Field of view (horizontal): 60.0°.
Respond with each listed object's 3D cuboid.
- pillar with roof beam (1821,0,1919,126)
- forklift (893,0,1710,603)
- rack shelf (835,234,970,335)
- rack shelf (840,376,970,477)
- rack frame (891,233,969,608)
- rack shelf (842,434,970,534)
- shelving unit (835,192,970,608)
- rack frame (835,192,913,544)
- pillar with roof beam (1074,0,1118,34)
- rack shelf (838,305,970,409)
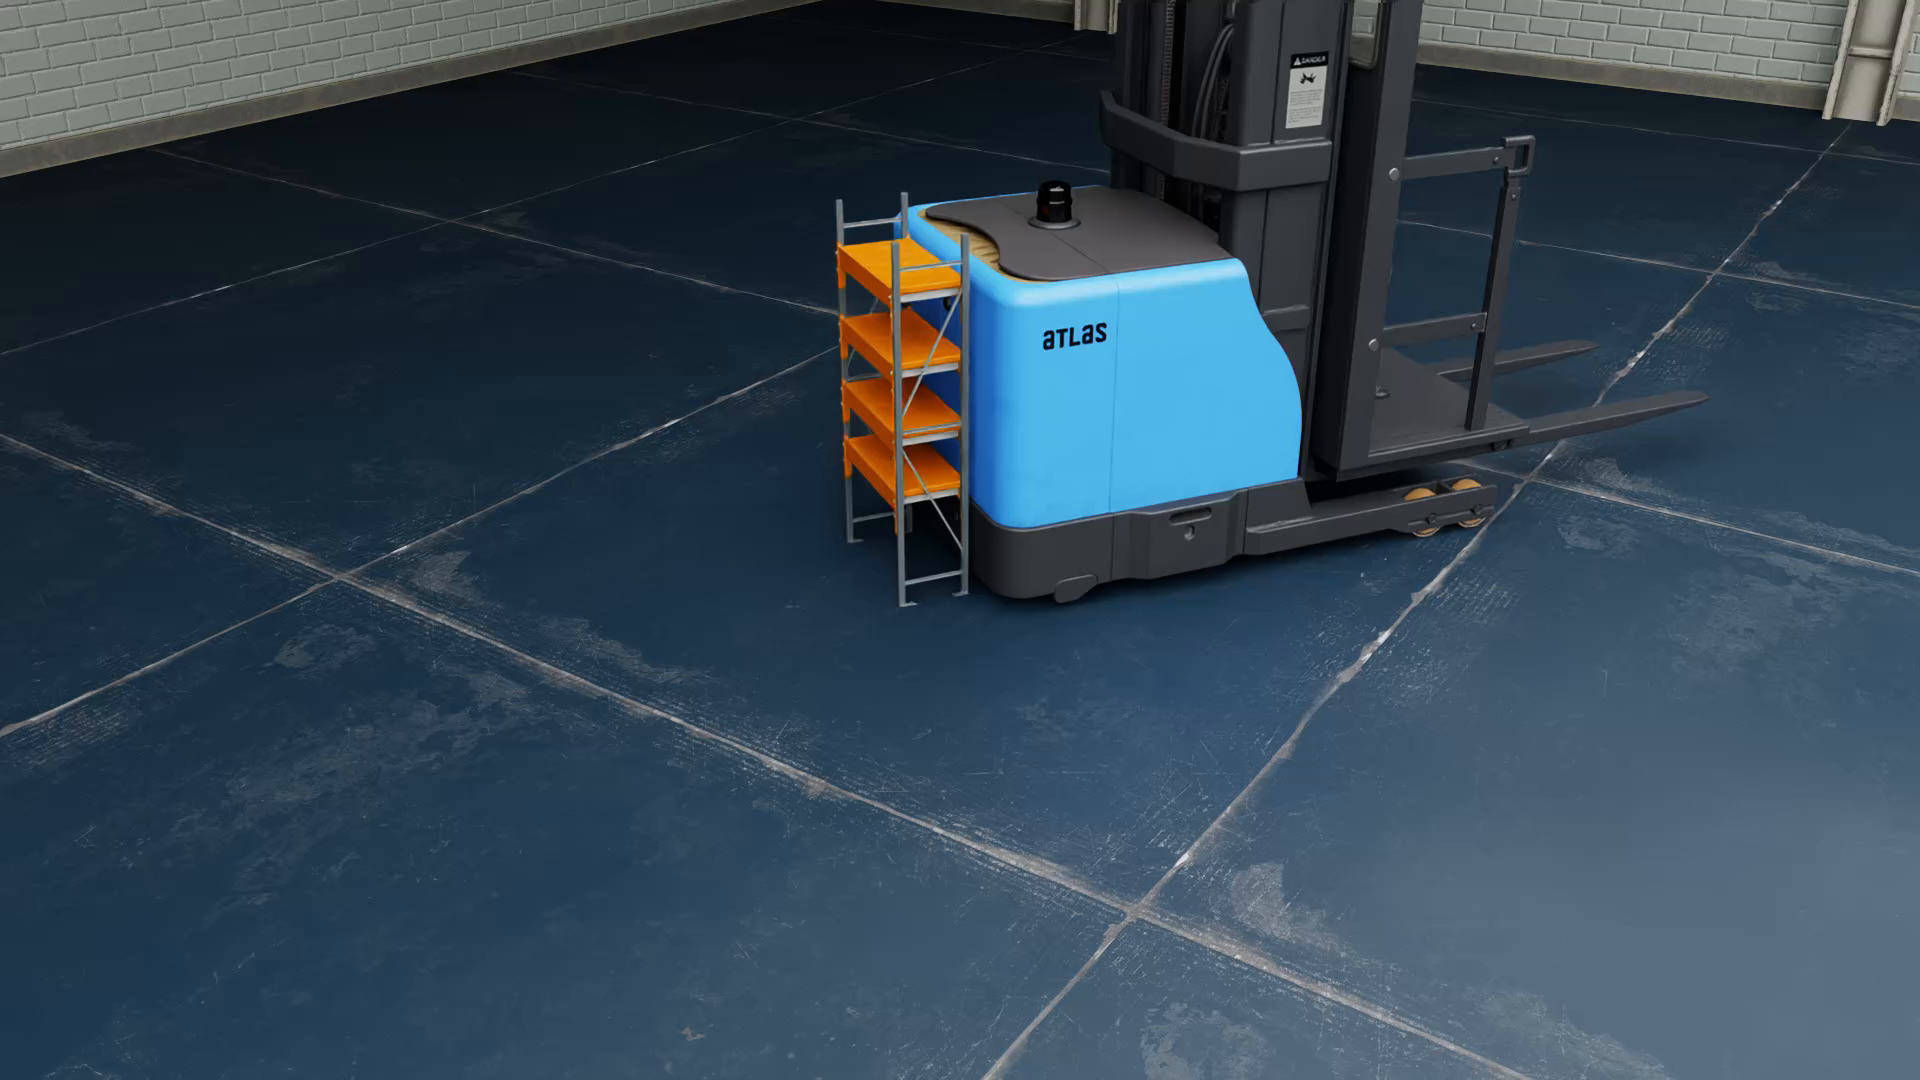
[{"bbox_3d":[3.747,-5.313,6.268,0.400,9.000,9.100,17,32,30],"label":"pillar with roof beam"},{"bbox_3d":[1.329,-1.526,5.517,3.031,2.935,1.130,-11,29,-20],"label":"forklift"},{"bbox_3d":[-0.181,-0.793,5.118,0.258,0.148,0.480,-11,29,-20],"label":"rack shelf"},{"bbox_3d":[-0.181,-0.383,5.327,0.258,0.148,0.480,-11,29,-20],"label":"rack shelf"},{"bbox_3d":[-0.086,-0.341,5.097,0.240,1.200,0.015,-11,29,-20],"label":"rack frame"},{"bbox_3d":[-0.181,-0.206,5.417,0.258,0.148,0.480,-11,29,-20],"label":"rack shelf"},{"bbox_3d":[-0.181,-0.443,5.297,0.258,1.200,0.503,-11,29,-20],"label":"shelving unit"},{"bbox_3d":[-0.277,-0.544,5.497,0.240,1.200,0.015,-11,29,-20],"label":"rack frame"},{"bbox_3d":[-1.199,-6.854,9.296,0.400,9.000,9.100,17,32,30],"label":"pillar with roof beam"},{"bbox_3d":[-0.181,-0.582,5.226,0.258,0.148,0.480,-11,29,-20],"label":"rack shelf"}]
